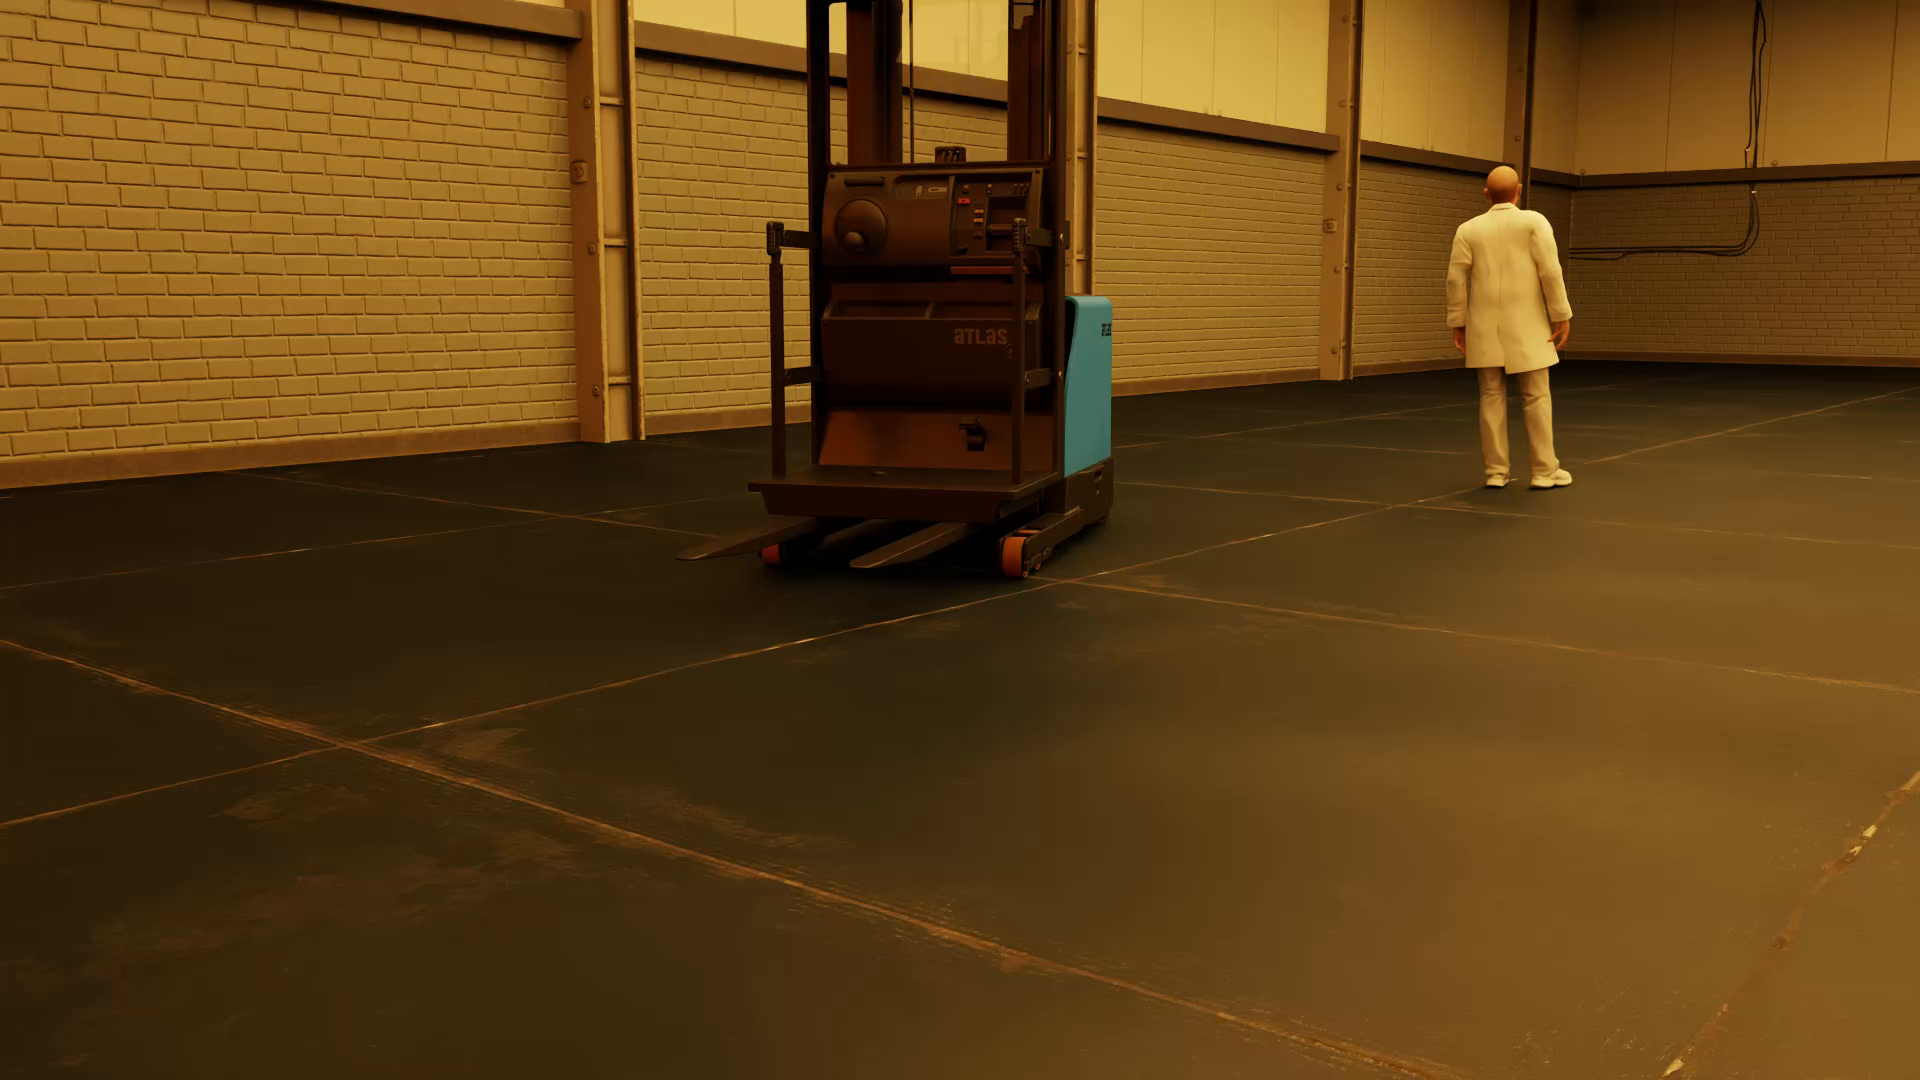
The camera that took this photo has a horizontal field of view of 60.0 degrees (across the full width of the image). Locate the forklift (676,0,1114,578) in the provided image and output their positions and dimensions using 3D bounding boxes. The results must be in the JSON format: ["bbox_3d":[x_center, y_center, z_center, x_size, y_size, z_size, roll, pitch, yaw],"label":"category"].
[{"bbox_3d":[-0.176,-1.366,6.616,1.130,2.935,3.031,3,9,17],"label":"forklift"}]

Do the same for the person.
[{"bbox_3d":[3.116,-1.194,9.388,0.693,1.779,0.575,6,10,34],"label":"person"}]
